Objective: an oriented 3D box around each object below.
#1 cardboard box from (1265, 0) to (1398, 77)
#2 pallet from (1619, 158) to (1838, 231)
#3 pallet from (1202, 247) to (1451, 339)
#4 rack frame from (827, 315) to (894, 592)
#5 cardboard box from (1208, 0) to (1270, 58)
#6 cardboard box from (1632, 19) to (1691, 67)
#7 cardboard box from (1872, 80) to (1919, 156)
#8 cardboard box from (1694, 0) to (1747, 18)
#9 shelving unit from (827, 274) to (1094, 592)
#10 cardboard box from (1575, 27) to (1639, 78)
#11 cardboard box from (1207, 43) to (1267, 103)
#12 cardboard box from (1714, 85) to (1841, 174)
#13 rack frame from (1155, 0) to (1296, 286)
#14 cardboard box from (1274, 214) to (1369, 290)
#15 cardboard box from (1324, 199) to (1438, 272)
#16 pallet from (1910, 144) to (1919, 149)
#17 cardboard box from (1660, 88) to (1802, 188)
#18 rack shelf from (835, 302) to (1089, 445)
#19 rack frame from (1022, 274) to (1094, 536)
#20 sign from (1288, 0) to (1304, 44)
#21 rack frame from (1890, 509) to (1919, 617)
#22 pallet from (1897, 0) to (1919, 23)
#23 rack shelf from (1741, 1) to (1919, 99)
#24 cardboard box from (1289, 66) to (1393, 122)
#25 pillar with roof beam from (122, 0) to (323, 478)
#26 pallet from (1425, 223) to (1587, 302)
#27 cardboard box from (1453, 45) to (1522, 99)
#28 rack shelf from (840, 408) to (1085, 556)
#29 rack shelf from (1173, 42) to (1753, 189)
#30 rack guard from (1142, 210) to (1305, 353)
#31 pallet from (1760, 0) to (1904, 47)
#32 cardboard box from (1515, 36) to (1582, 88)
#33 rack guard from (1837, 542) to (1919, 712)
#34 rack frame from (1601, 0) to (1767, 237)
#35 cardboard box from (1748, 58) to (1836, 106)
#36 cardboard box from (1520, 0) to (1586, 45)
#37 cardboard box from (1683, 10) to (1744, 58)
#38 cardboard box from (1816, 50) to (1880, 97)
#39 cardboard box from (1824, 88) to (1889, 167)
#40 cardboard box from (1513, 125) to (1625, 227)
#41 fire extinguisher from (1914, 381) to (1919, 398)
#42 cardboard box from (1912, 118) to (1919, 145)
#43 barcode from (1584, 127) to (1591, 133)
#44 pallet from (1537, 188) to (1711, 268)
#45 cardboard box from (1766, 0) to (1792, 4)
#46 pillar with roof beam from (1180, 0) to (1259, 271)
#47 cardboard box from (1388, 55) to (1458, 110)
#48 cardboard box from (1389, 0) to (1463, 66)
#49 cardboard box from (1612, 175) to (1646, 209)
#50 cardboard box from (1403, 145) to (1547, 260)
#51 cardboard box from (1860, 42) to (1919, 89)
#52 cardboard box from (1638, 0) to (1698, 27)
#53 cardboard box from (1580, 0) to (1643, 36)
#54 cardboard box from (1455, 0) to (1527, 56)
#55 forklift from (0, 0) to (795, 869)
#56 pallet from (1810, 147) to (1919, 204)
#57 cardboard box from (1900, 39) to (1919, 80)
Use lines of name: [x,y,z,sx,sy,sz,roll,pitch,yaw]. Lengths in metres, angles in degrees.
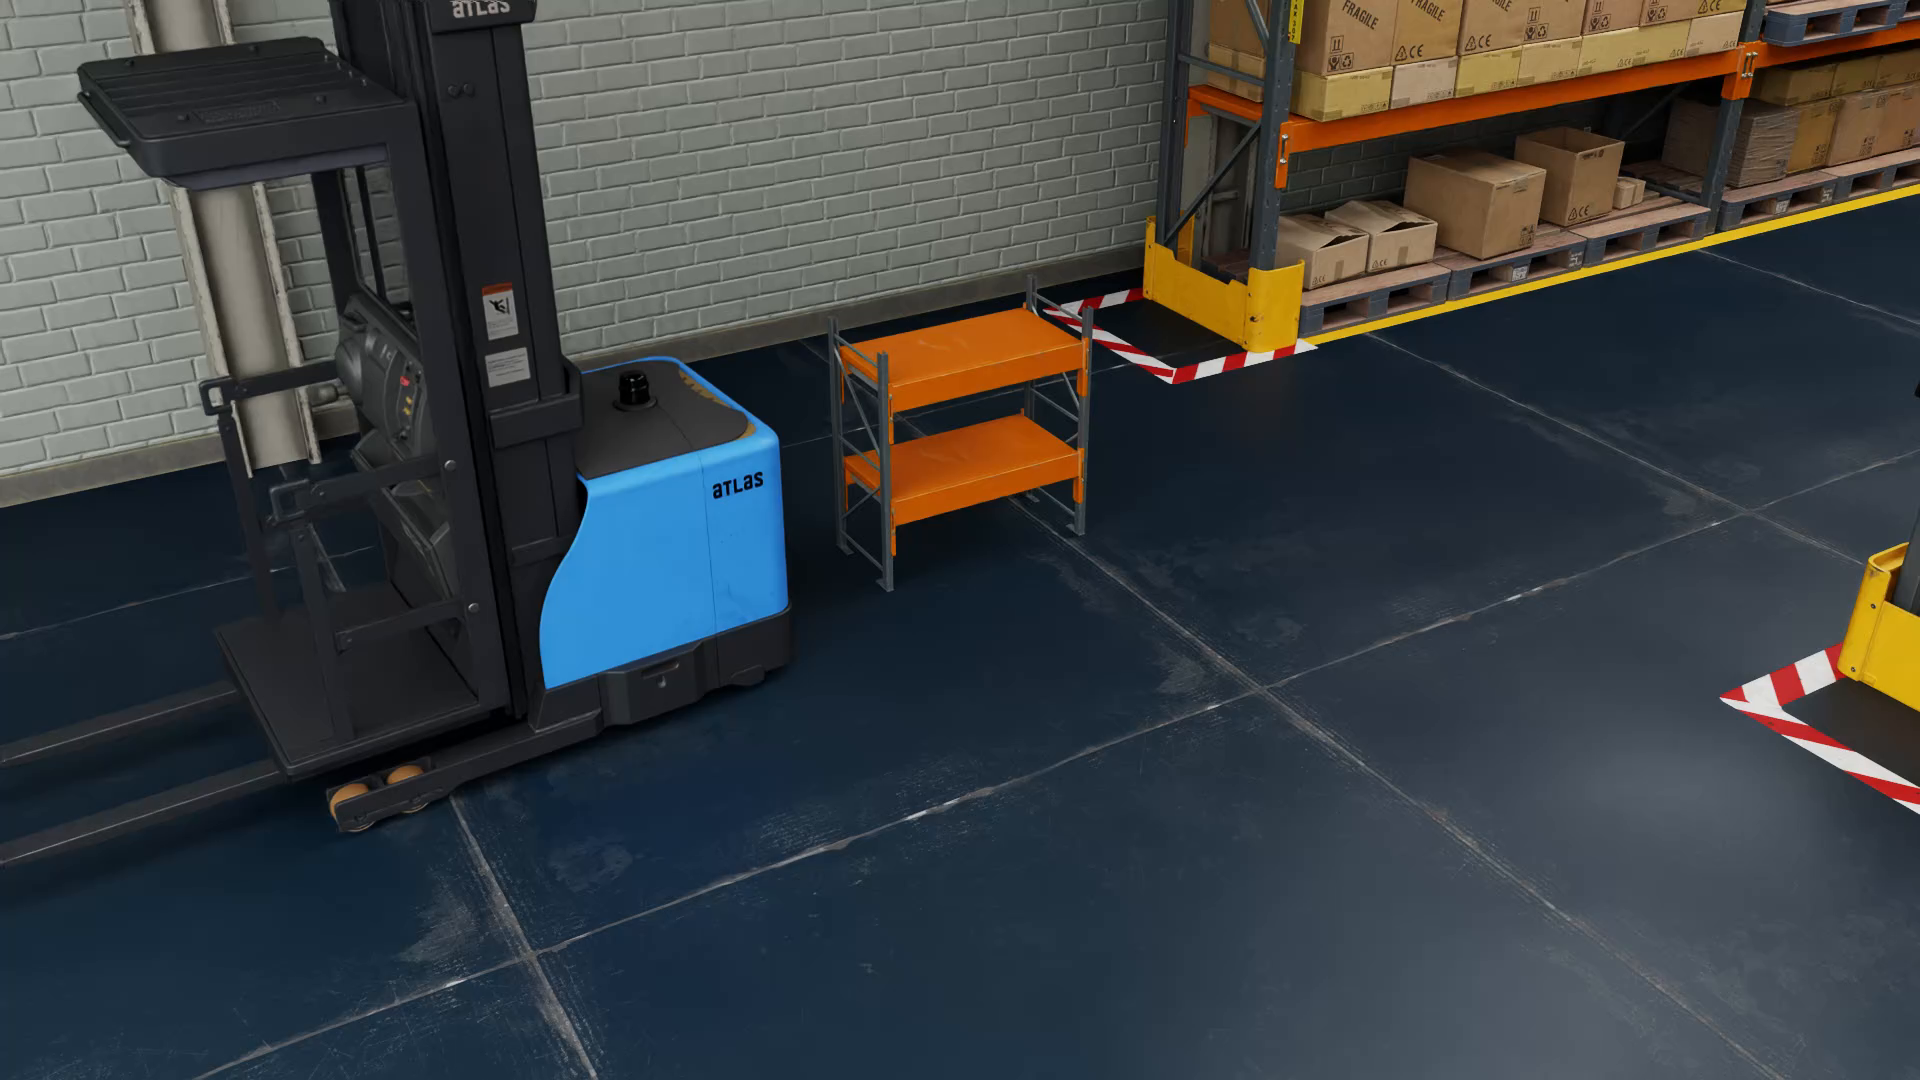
cardboard box: [2.078,-2.925,9.305,0.500,0.500,0.500,-16,33,-26]
pallet: [5.633,-2.612,12.264,1.213,0.211,1.003,-16,33,-26]
pallet: [2.298,-1.644,10.511,1.213,0.211,1.003,-16,33,-26]
rack frame: [-0.432,-0.370,7.256,0.032,1.125,0.500,-16,33,-26]
cardboard box: [1.813,-3.138,9.689,0.500,0.500,0.500,-16,33,-27]
cardboard box: [4.274,-3.224,10.621,0.500,0.250,0.500,-16,33,-26]
cardboard box: [6.900,-3.310,12.774,0.500,0.500,0.700,-16,33,-27]
cardboard box: [4.712,-3.668,10.651,0.500,0.500,0.500,-16,33,-26]
shelving unit: [0.006,-0.494,7.481,1.048,1.125,0.538,-16,33,-26]
cardboard box: [3.848,-3.094,10.387,0.500,0.250,0.500,-16,33,-27]
cardboard box: [1.819,-2.800,9.855,0.500,0.250,0.500,-15,32,-26]
cardboard box: [6.009,-3.074,12.347,0.500,0.500,0.700,-17,33,-27]
rack frame: [1.514,-2.662,9.469,0.127,3.000,1.000,-16,33,-26]
cardboard box: [2.156,-1.809,10.252,0.500,0.311,0.500,-20,35,-32]
cardboard box: [2.648,-1.949,10.505,0.500,0.311,0.500,-13,31,-22]
pallet: [7.737,-3.209,13.346,1.213,0.211,1.003,-16,33,-26]
cardboard box: [5.589,-2.927,12.080,0.500,0.500,0.700,-15,32,-25]
rack shelf: [0.006,-0.750,7.340,1.000,0.278,0.538,-16,33,-26]
rack frame: [0.444,-0.619,7.707,0.032,1.125,0.500,-16,33,-26]
sign: [1.789,-2.815,8.851,0.005,0.325,0.100,-16,33,-26]
rack frame: [4.027,-0.599,5.732,0.127,3.000,1.000,-16,33,-26]
pallet: [6.726,-4.035,12.155,1.213,0.211,1.003,-16,33,-26]
rack shelf: [6.687,-3.816,12.305,4.000,0.370,1.077,-16,33,-26]
cardboard box: [2.096,-2.592,9.478,0.500,0.250,0.500,-17,33,-28]
pillar with roof beam: [-1.313,-2.558,3.072,0.400,9.000,9.100,-16,33,-26]
pallet: [3.349,-1.941,11.048,1.213,0.211,1.003,-16,33,-26]
cardboard box: [2.978,-2.848,9.940,0.500,0.250,0.500,-16,33,-27]
rack shelf: [0.006,-0.280,7.599,1.000,0.278,0.538,-16,33,-26]
rack shelf: [3.239,-2.837,10.530,4.000,0.370,1.077,-16,33,-26]
rack guard: [1.580,-1.586,10.107,0.348,0.500,1.175,-16,33,-26]
pallet: [5.696,-3.684,11.519,1.213,0.211,1.003,-16,33,-26]
cardboard box: [3.415,-2.971,10.163,0.500,0.250,0.500,-16,32,-26]
rack guard: [4.006,0.501,6.325,0.348,0.500,1.175,-16,33,-26]
rack frame: [4.963,-3.641,11.244,0.127,3.000,1.000,-16,33,-26]
cardboard box: [5.967,-3.364,12.097,0.500,0.250,0.500,-17,33,-27]
cardboard box: [3.397,-3.297,9.979,0.500,0.500,0.500,-15,32,-25]
cardboard box: [4.708,-3.342,10.836,0.500,0.250,0.500,-16,33,-26]
cardboard box: [6.414,-3.493,12.331,0.500,0.250,0.500,-17,33,-28]
cardboard box: [6.470,-3.182,12.543,0.500,0.500,0.700,-15,32,-26]
cardboard box: [4.088,-2.469,11.251,0.500,0.500,0.500,-19,34,-30]
fire extinguisher: [3.690,-0.730,6.049,0.183,0.674,0.296,-16,33,-26]
cardboard box: [7.314,-3.443,13.016,0.500,0.500,0.700,-16,33,-26]
barcode: [4.376,-2.847,11.606,0.075,0.075,0.001,-16,33,-26]
pallet: [4.402,-2.241,11.593,1.213,0.211,1.003,-16,33,-26]
cardboard box: [5.419,-3.988,11.313,0.500,0.500,0.700,-16,33,-26]
pillar with roof beam: [3.860,-4.027,5.734,0.400,9.000,9.100,-16,33,-26]
cardboard box: [2.536,-2.725,9.719,0.500,0.250,0.500,-17,33,-28]
cardboard box: [2.509,-3.042,9.516,0.500,0.500,0.500,-16,33,-26]
cardboard box: [4.517,-2.450,11.562,0.250,0.166,0.380,-21,35,-33]
cardboard box: [3.306,-2.191,10.747,0.500,0.500,0.700,-18,34,-29]
cardboard box: [6.853,-3.608,12.538,0.500,0.250,0.500,-16,33,-27]
cardboard box: [4.285,-3.544,10.425,0.500,0.500,0.500,-16,33,-27]
cardboard box: [3.845,-3.425,10.210,0.500,0.500,0.500,-17,33,-28]
cardboard box: [2.958,-3.166,9.741,0.500,0.500,0.500,-17,33,-28]
forklift: [-2.180,-0.543,5.701,3.031,2.935,1.130,-18,34,-29]
pallet: [6.686,-2.912,12.809,1.213,0.211,1.003,-16,33,-26]
cardboard box: [7.294,-3.736,12.770,0.500,0.250,0.500,-15,32,-25]
